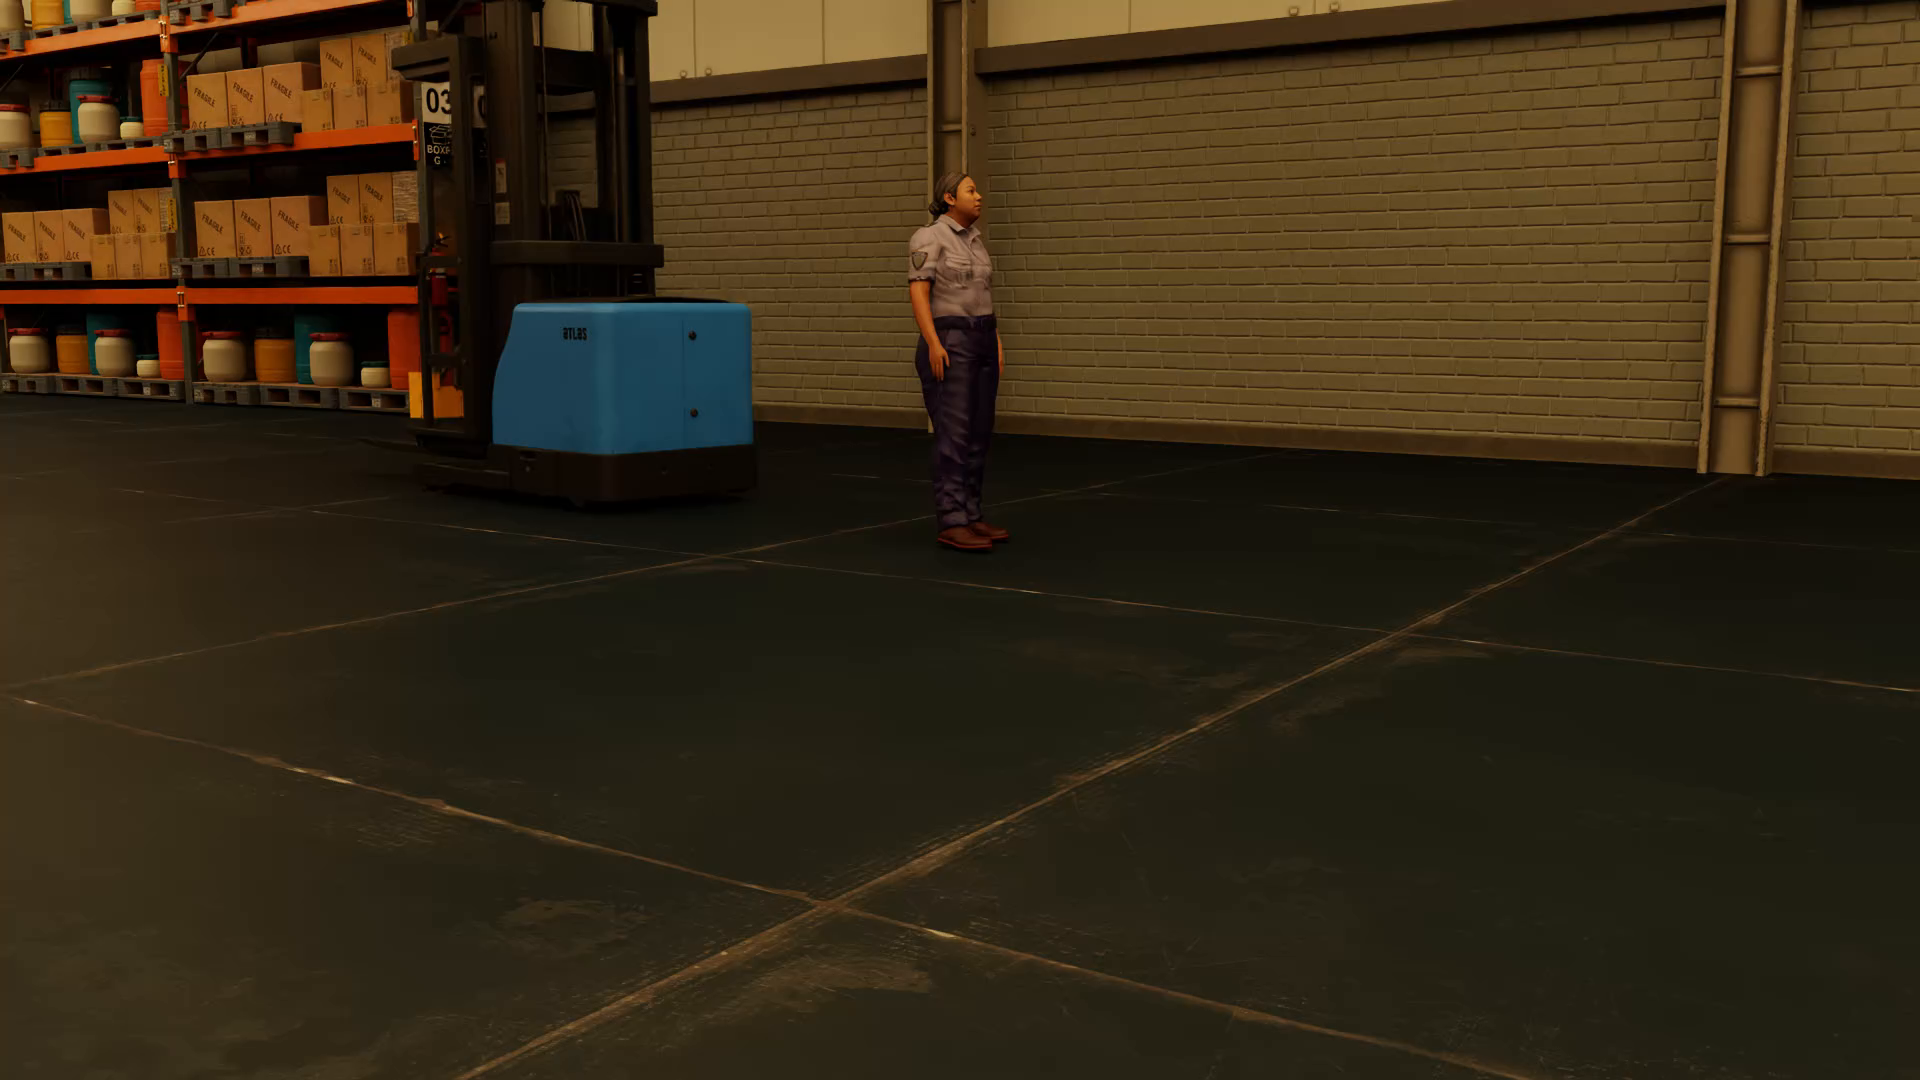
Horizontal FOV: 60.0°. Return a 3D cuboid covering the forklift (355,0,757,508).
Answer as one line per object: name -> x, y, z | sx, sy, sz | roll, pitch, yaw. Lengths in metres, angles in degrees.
forklift -> -2.531, -1.767, 9.616 | 3.031, 2.935, 1.130 | 8, 11, 43

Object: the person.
person -> 0.062, -0.814, 7.419 | 0.503, 1.650, 0.599 | 5, 10, 34
